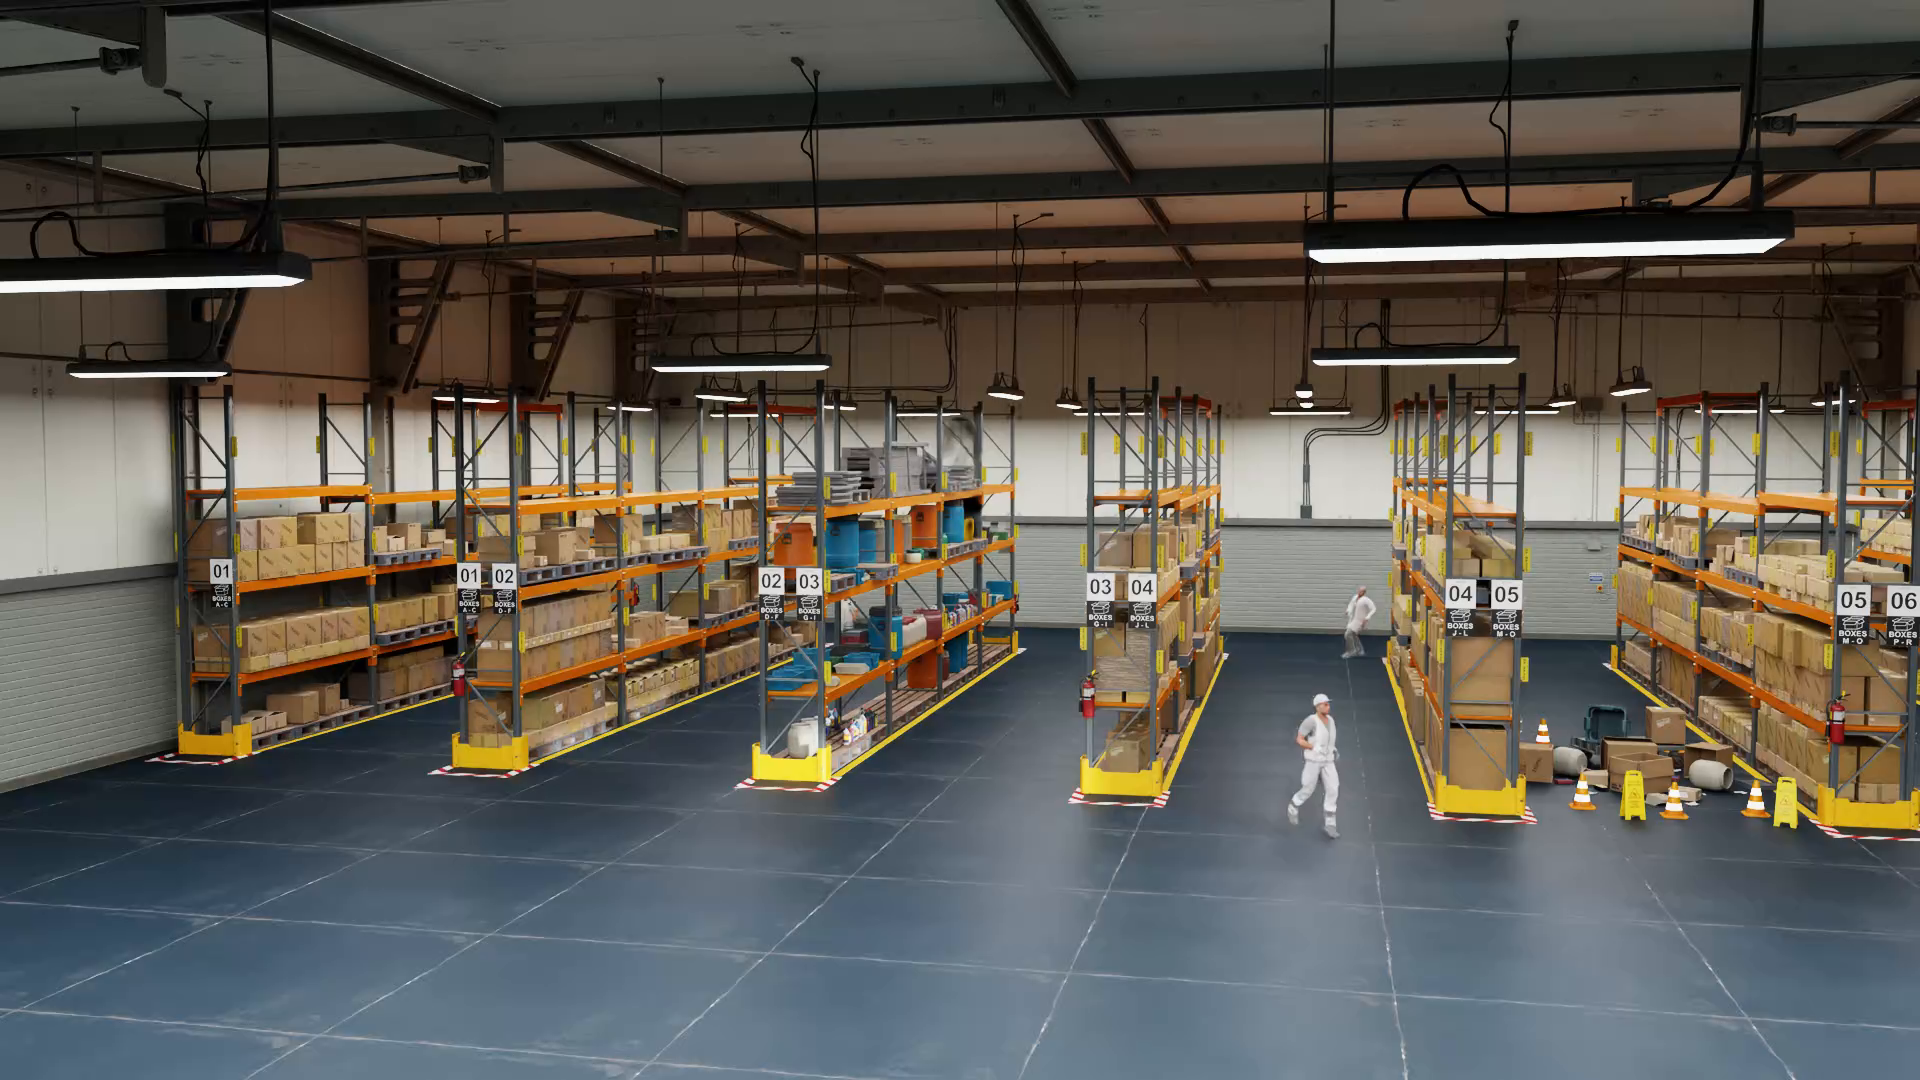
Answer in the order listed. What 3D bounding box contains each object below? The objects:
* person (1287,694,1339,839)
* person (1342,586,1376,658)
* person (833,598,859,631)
[{"bbox_3d":[4.656,2.892,21.559,0.684,1.800,0.945,-2,4,-26],"label":"person"},{"bbox_3d":[9.420,1.957,39.342,0.691,1.765,0.824,-1,3,-22],"label":"person"},{"bbox_3d":[-2.721,1.902,39.418,0.600,1.542,0.520,0,3,8],"label":"person"}]
